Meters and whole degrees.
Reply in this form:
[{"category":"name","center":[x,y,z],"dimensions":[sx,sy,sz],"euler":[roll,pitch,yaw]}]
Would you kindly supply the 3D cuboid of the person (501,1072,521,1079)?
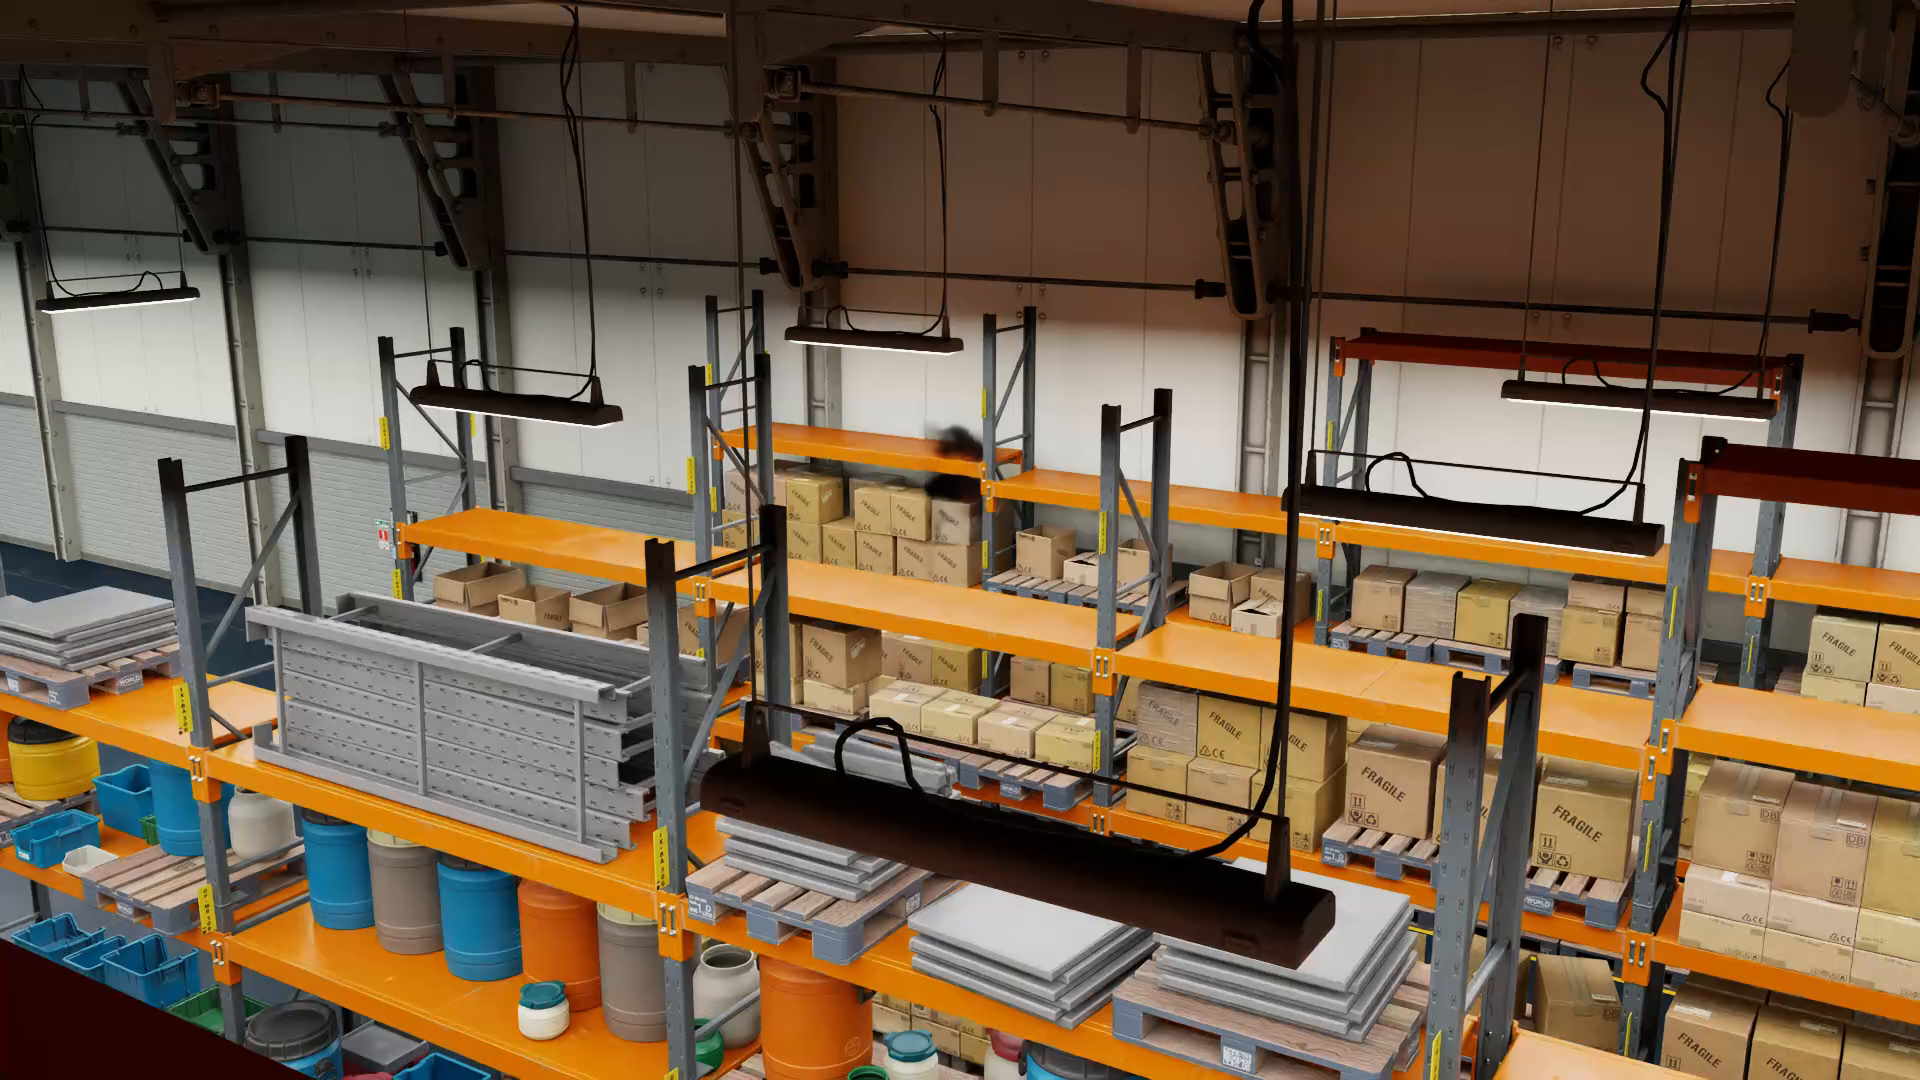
[{"category":"person","center":[-3.632,3.918,14.064],"dimensions":[0.845,1.645,0.599],"euler":[6,15,22]}]
